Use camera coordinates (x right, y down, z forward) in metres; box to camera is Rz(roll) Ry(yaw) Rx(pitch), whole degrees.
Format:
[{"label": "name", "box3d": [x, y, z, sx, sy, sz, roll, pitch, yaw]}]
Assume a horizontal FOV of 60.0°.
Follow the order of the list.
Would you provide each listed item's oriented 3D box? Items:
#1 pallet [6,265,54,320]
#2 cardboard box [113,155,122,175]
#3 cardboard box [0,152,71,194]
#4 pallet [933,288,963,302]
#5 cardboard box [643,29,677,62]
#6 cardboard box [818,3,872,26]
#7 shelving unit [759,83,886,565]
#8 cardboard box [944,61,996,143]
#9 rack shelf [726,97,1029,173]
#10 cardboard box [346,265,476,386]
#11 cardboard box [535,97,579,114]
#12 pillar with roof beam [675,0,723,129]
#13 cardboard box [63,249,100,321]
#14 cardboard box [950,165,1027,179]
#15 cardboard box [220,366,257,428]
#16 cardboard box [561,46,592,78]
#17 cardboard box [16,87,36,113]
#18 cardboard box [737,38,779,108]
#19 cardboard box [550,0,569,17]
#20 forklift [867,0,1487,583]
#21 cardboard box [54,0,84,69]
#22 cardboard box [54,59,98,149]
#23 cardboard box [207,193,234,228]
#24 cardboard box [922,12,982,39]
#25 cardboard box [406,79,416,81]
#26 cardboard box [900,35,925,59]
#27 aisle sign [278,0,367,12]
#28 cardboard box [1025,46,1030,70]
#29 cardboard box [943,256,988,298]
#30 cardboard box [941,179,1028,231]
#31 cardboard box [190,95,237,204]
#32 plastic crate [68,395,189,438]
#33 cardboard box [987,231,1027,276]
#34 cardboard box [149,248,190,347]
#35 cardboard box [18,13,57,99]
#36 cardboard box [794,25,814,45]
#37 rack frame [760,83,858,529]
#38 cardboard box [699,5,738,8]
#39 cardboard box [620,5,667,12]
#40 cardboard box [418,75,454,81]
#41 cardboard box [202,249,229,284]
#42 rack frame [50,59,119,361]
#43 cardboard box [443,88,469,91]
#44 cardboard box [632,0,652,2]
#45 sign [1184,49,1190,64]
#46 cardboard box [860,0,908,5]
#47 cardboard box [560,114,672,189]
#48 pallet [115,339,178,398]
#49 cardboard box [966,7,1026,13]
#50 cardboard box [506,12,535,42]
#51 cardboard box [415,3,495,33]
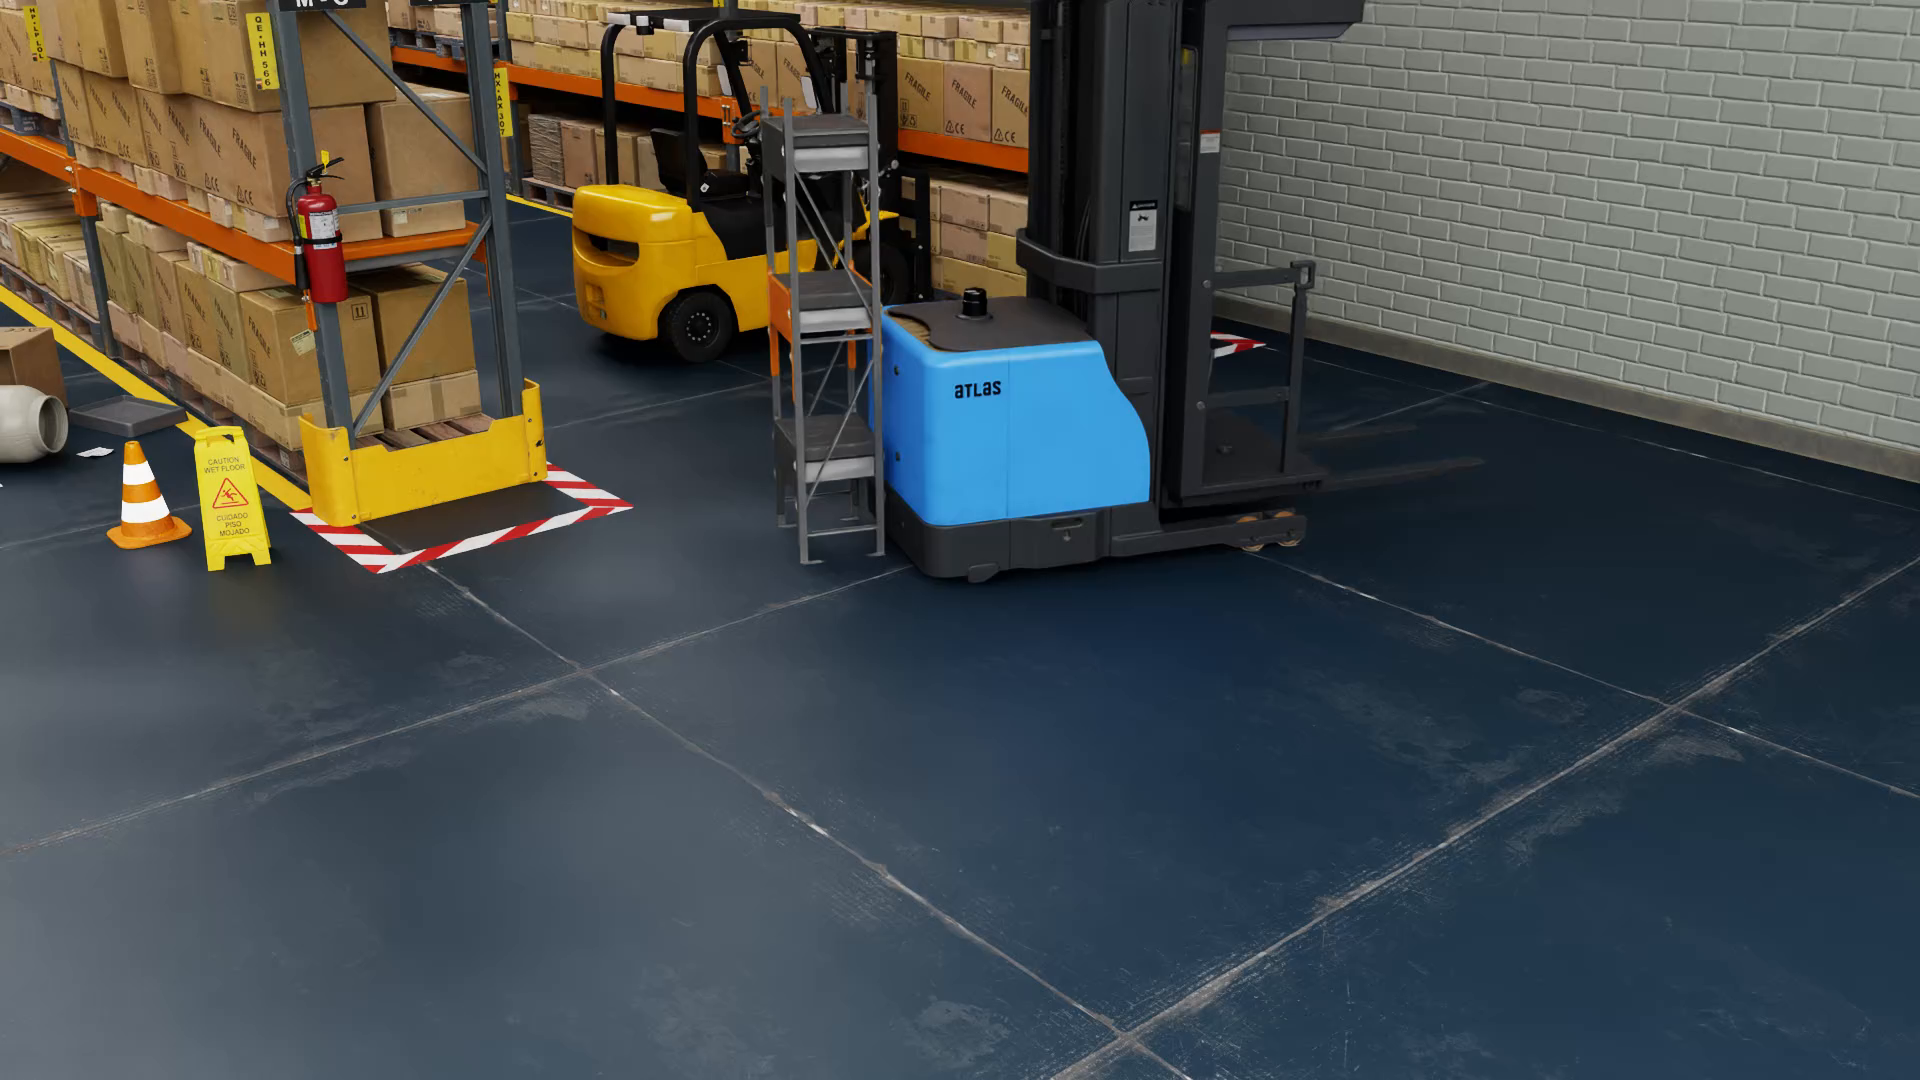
[{"label": "pallet", "box3d": [-6.591, -1.974, 12.735, 1.003, 0.211, 1.213, -17, 27, -37]}, {"label": "cardboard box", "box3d": [-4.918, -2.317, 10.130, 0.380, 0.149, 0.250, -18, 27, -38]}, {"label": "cardboard box", "box3d": [-8.280, -3.243, 14.487, 0.875, 0.875, 0.875, -18, 28, -38]}, {"label": "pallet", "box3d": [0.557, -1.701, 12.037, 1.003, 0.211, 1.213, -17, 27, -37]}, {"label": "cardboard box", "box3d": [-2.379, -4.281, 14.322, 0.500, 0.250, 0.500, -18, 28, -39]}, {"label": "cardboard box", "box3d": [-0.847, -3.952, 12.526, 0.380, 0.149, 0.250, -18, 28, -38]}, {"label": "shelving unit", "box3d": [-0.620, -0.970, 7.583, 0.431, 2.100, 0.503, -7, 22, -17]}, {"label": "cardboard box", "box3d": [0.236, -3.064, 11.556, 0.500, 0.500, 0.500, -16, 27, -36]}, {"label": "rack shelf", "box3d": [-0.218, -3.016, 12.557, 1.077, 0.370, 4.000, -17, 27, -37]}, {"label": "cardboard box", "box3d": [-3.003, -1.175, 9.037, 0.500, 0.500, 0.500, -19, 28, -39]}, {"label": "cardboard box", "box3d": [-4.238, -4.560, 17.476, 0.380, 0.149, 0.250, -16, 26, -35]}, {"label": "pillar with roof beam", "box3d": [-5.862, -6.631, 12.576, 9.100, 9.000, 0.400, -17, 27, -37]}, {"label": "cardboard box", "box3d": [-5.625, -1.837, 11.588, 0.950, 0.372, 0.625, -17, 27, -37]}, {"label": "cardboard box", "box3d": [0.270, -2.635, 12.421, 0.500, 0.250, 0.500, -18, 27, -38]}, {"label": "cardboard box", "box3d": [-3.734, -0.835, 9.197, 0.500, 0.250, 0.500, -17, 27, -37]}, {"label": "cardboard box", "box3d": [-3.363, -4.477, 15.507, 0.500, 0.250, 0.500, -19, 28, -39]}, {"label": "cardboard box", "box3d": [-6.180, -3.015, 11.338, 0.380, 0.149, 0.250, -18, 28, -38]}, {"label": "cardboard box", "box3d": [-1.431, -3.765, 13.347, 0.500, 0.500, 0.500, -18, 28, -39]}, {"label": "cardboard box", "box3d": [-3.607, -4.991, 15.588, 0.380, 0.149, 0.250, -17, 27, -37]}, {"label": "forklift", "box3d": [1.120, -1.482, 7.748, 3.031, 2.935, 1.130, -7, 23, -18]}, {"label": "cardboard box", "box3d": [-4.841, -3.052, 9.746, 0.700, 0.500, 0.500, -17, 27, -37]}, {"label": "cardboard box", "box3d": [-5.205, -2.718, 10.265, 0.500, 0.500, 0.500, -18, 27, -38]}, {"label": "cardboard box", "box3d": [-3.668, -1.734, 8.643, 0.380, 0.149, 0.250, -17, 27, -37]}, {"label": "cardboard box", "box3d": [-0.042, -3.593, 11.609, 0.380, 0.149, 0.250, -17, 27, -36]}, {"label": "cardboard box", "box3d": [-6.473, -5.227, 19.178, 0.380, 0.149, 0.250, -18, 28, -39]}, {"label": "cardboard box", "box3d": [-0.206, -3.524, 11.843, 0.380, 0.149, 0.250, -17, 27, -37]}, {"label": "aisle sign", "box3d": [-2.849, -2.740, 7.301, 0.394, 0.787, 0.004, -17, 27, -37]}, {"label": "cardboard box", "box3d": [0.649, -3.176, 10.953, 0.380, 0.149, 0.250, -17, 27, -37]}, {"label": "cardboard box", "box3d": [0.224, -1.908, 11.936, 0.500, 0.250, 0.500, -17, 27, -37]}, {"label": "cardboard box", "box3d": [0.213, -2.372, 11.749, 0.500, 0.250, 0.500, -17, 27, -36]}, {"label": "cardboard box", "box3d": [-3.556, -2.024, 8.494, 0.500, 0.500, 0.500, -17, 27, -37]}, {"label": "plastic crate", "box3d": [-4.877, -0.732, 9.744, 0.583, 0.080, 0.402, 12, 24, 27]}, {"label": "cardboard box", "box3d": [0.533, -2.006, 11.502, 0.500, 0.250, 0.500, -18, 28, -38]}, {"label": "cardboard box", "box3d": [-4.405, -1.469, 9.788, 0.500, 0.500, 0.500, -16, 26, -35]}, {"label": "cardboard box", "box3d": [-5.756, -3.174, 10.854, 0.500, 0.500, 0.500, -18, 28, -38]}, {"label": "cardboard box", "box3d": [-1.048, -3.879, 12.748, 0.380, 0.149, 0.250, -17, 27, -36]}, {"label": "rack frame", "box3d": [-0.695, -1.055, 7.799, 0.400, 2.100, 0.015, -7, 22, -17]}, {"label": "cardboard box", "box3d": [-2.070, -4.621, 14.644, 0.380, 0.149, 0.250, -18, 28, -38]}, {"label": "cardboard box", "box3d": [-2.771, -4.639, 14.689, 0.380, 0.149, 0.250, -17, 27, -37]}, {"label": "cardboard box", "box3d": [-6.111, -5.343, 19.474, 0.380, 0.149, 0.250, -17, 27, -37]}, {"label": "cardboard box", "box3d": [-3.843, -1.497, 8.969, 0.380, 0.149, 0.250, -17, 27, -37]}, {"label": "rack frame", "box3d": [-5.281, -2.721, 10.817, 1.000, 3.000, 0.127, -17, 27, -37]}, {"label": "cardboard box", "box3d": [-5.614, -4.871, 18.270, 0.380, 0.149, 0.250, -17, 27, -37]}, {"label": "cardboard box", "box3d": [-2.839, -4.992, 15.591, 0.380, 0.149, 0.250, -18, 28, -38]}, {"label": "sign", "box3d": [1.512, -3.369, 11.176, 0.100, 0.325, 0.005, -17, 27, -37]}, {"label": "cardboard box", "box3d": [-0.560, -4.171, 13.085, 0.380, 0.149, 0.250, -18, 28, -38]}, {"label": "cardboard box", "box3d": [-3.305, -3.744, 16.110, 0.875, 0.625, 0.625, -16, 27, -36]}, {"label": "pallet", "box3d": [-4.816, -1.245, 10.873, 1.003, 0.211, 1.213, -17, 27, -37]}, {"label": "cardboard box", "box3d": [0.264, -3.813, 12.173, 0.380, 0.149, 0.250, -18, 28, -39]}, {"label": "cardboard box", "box3d": [-4.048, -4.985, 16.118, 0.500, 0.250, 0.500, -17, 27, -37]}, {"label": "cardboard box", "box3d": [-5.340, -5.659, 17.602, 0.797, 0.503, 0.637, -18, 28, -39]}]
